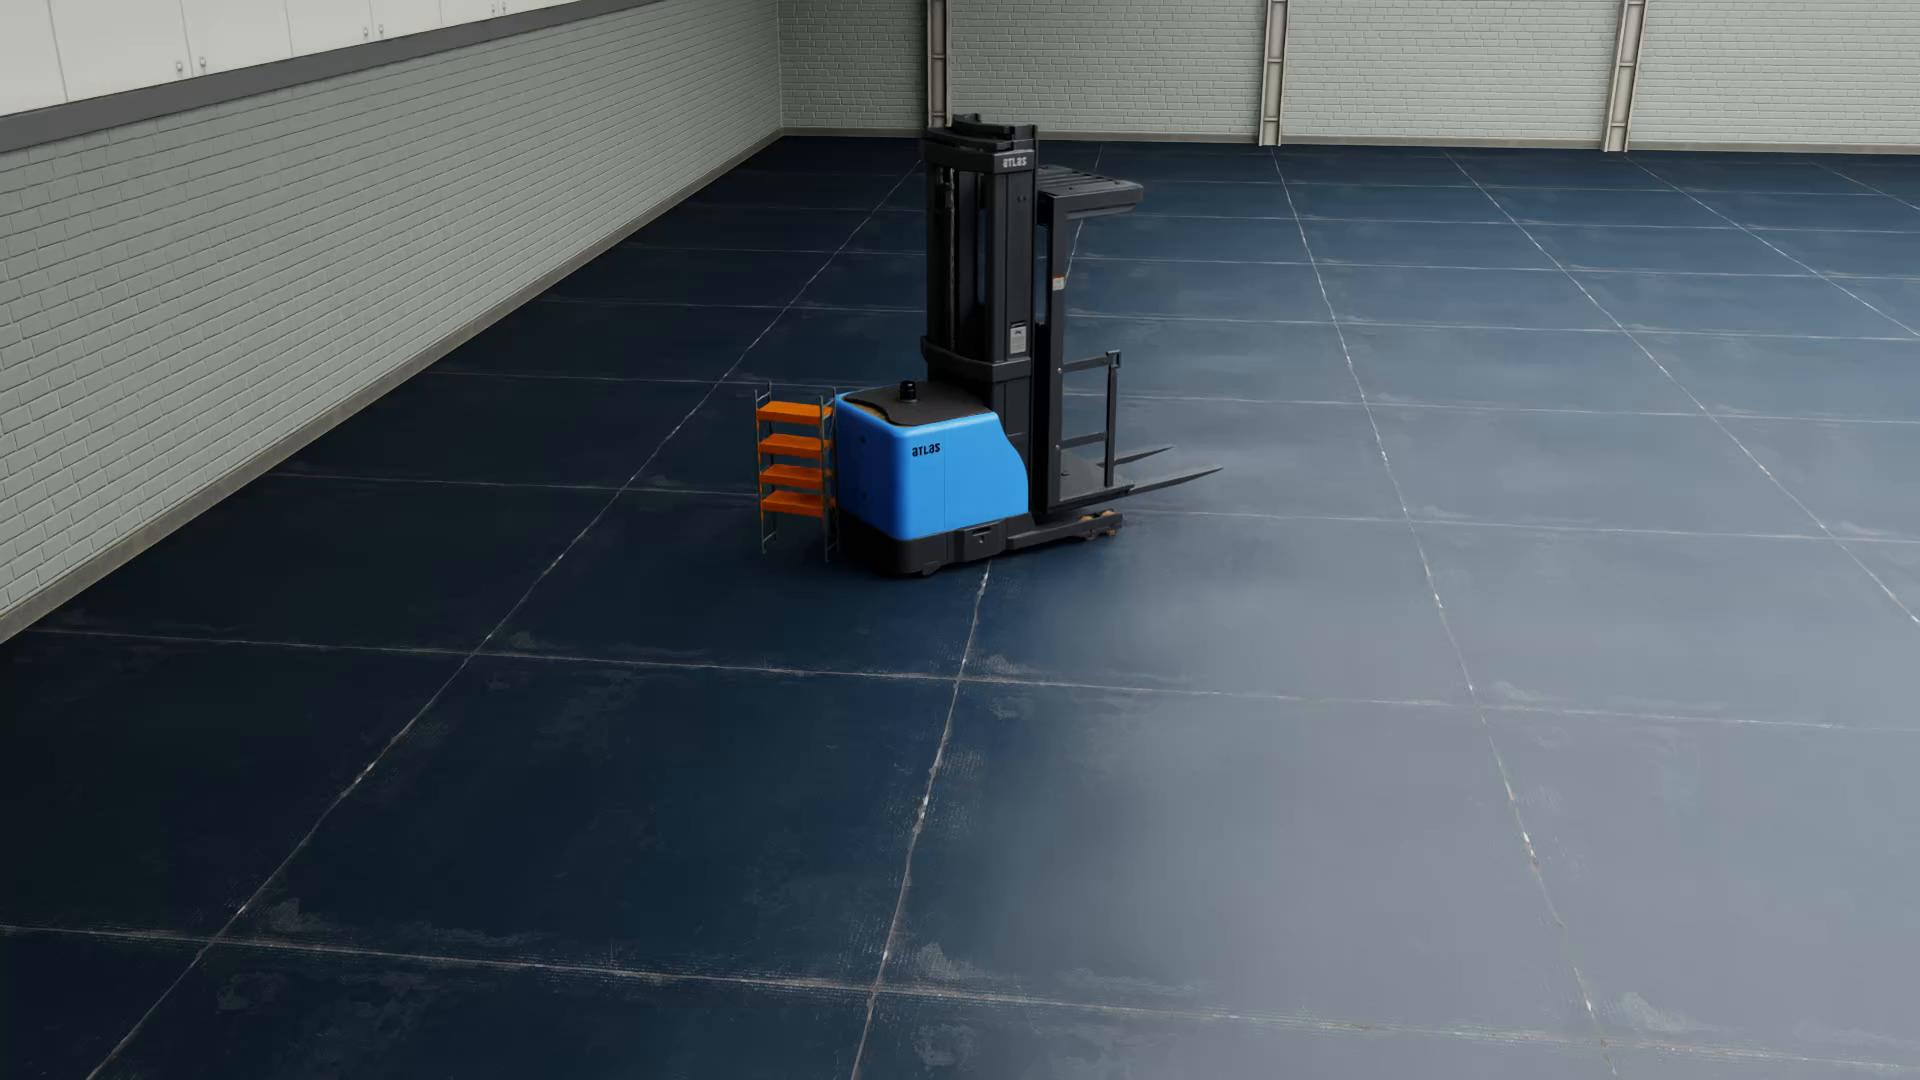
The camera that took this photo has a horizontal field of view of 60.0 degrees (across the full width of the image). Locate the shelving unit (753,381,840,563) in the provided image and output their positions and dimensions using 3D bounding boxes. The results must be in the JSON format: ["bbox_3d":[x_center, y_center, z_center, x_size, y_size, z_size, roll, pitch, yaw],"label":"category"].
[{"bbox_3d":[-1.125,-0.472,11.529,0.503,1.200,0.258,7,23,18],"label":"shelving unit"}]

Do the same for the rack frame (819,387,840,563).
[{"bbox_3d":[-0.895,-0.442,11.453,0.015,1.200,0.240,7,23,18],"label":"rack frame"}]

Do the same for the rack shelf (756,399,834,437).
[{"bbox_3d":[-1.125,-0.837,11.384,0.480,0.148,0.258,7,23,18],"label":"rack shelf"}]

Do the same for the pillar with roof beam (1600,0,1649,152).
[{"bbox_3d":[11.037,-9.495,23.744,0.400,9.000,9.100,2,22,6],"label":"pillar with roof beam"}]

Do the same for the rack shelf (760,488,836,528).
[{"bbox_3d":[-1.125,-0.225,11.626,0.480,0.148,0.258,7,23,18],"label":"rack shelf"}]

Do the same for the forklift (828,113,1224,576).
[{"bbox_3d":[0.580,-1.517,11.817,3.031,2.935,1.130,-13,25,-30],"label":"forklift"}]

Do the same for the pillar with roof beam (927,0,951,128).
[{"bbox_3d":[-0.880,-10.014,25.058,0.400,9.000,9.100,2,22,6],"label":"pillar with roof beam"}]

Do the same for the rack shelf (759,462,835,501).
[{"bbox_3d":[-1.125,-0.409,11.553,0.480,0.148,0.258,7,23,18],"label":"rack shelf"}]

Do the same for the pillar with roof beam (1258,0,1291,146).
[{"bbox_3d":[5.078,-9.755,24.401,0.400,9.000,9.100,2,22,6],"label":"pillar with roof beam"}]

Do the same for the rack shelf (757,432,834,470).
[{"bbox_3d":[-1.125,-0.617,11.471,0.480,0.148,0.258,7,23,18],"label":"rack shelf"}]

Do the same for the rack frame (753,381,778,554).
[{"bbox_3d":[-1.355,-0.502,11.604,0.015,1.200,0.240,7,23,18],"label":"rack frame"}]
